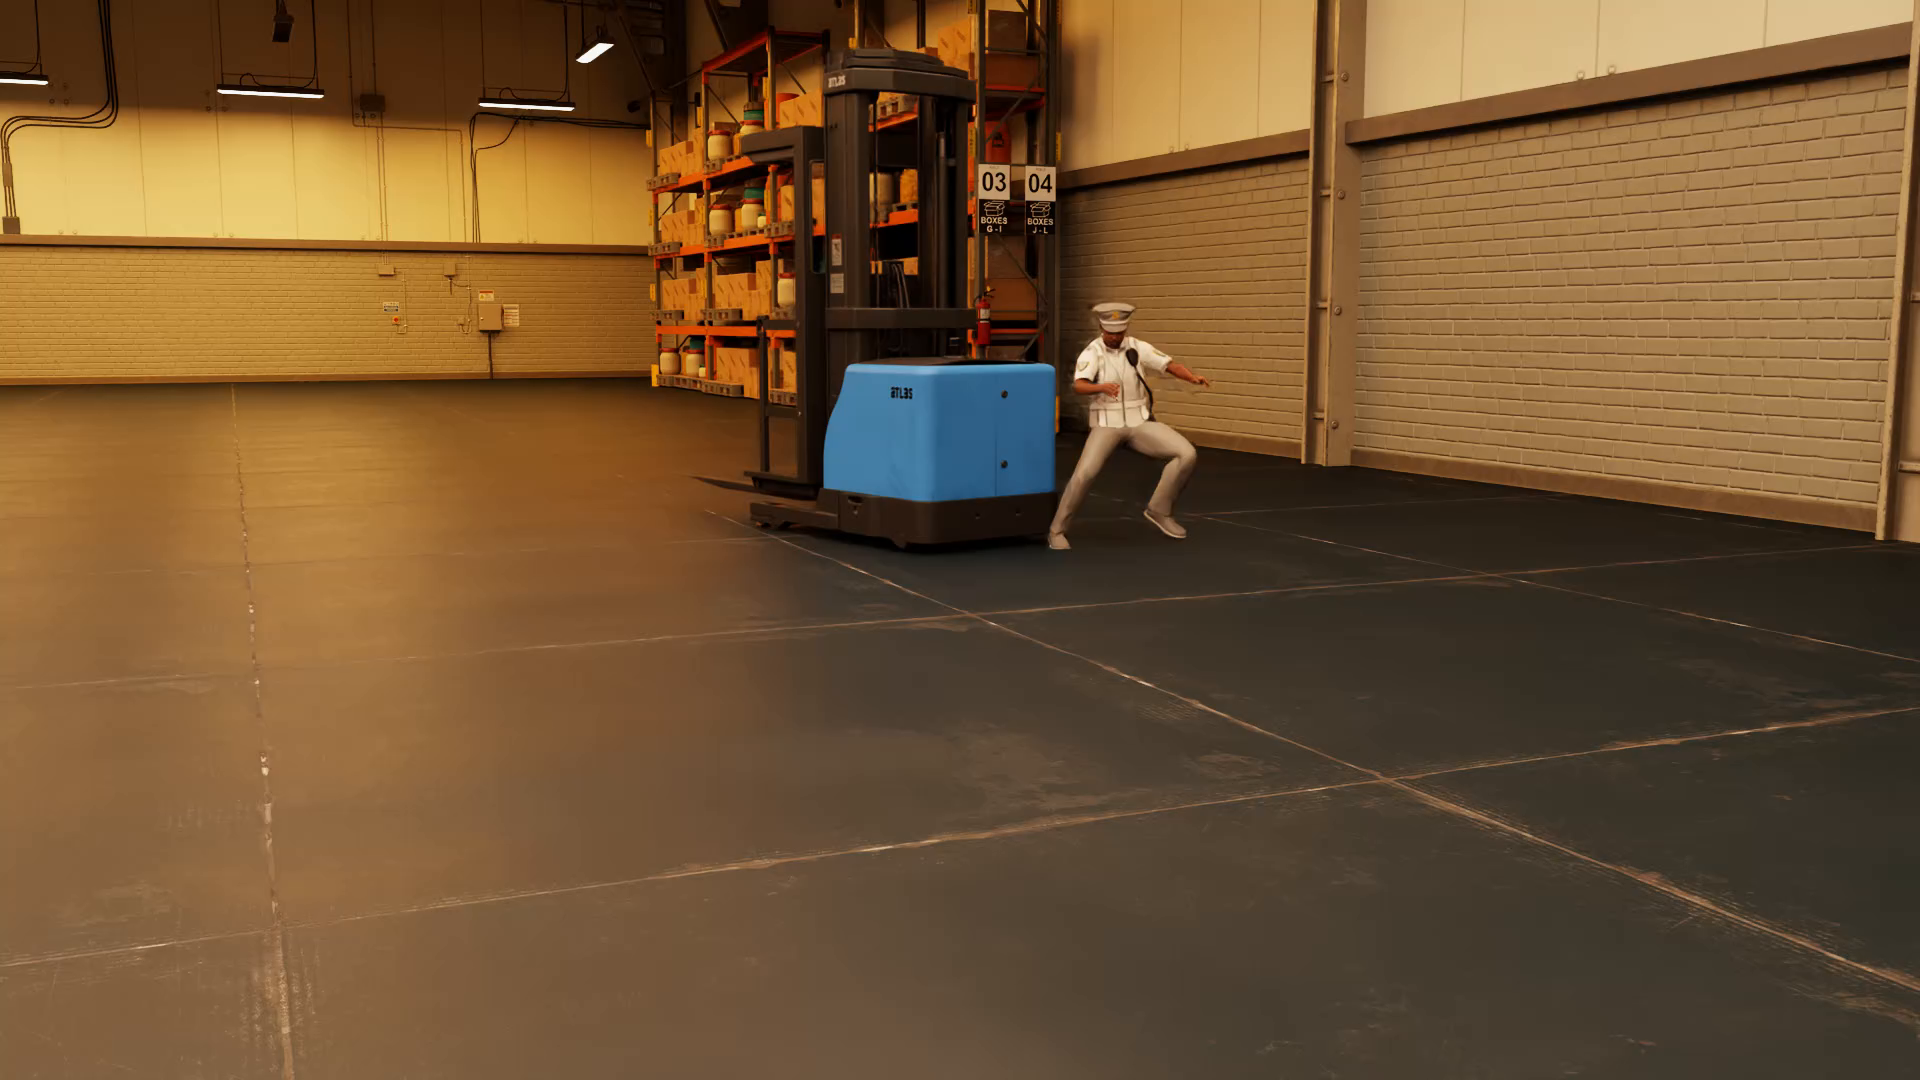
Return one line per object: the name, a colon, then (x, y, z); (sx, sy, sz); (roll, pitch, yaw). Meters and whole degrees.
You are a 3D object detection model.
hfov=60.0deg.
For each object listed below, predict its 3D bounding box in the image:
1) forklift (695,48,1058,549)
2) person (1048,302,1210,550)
forklift: (-0.707, -1.551, 10.705); (1.130, 2.935, 3.031); (-6, 9, -37)
person: (0.977, -0.674, 9.850); (0.916, 1.455, 0.737); (-1, 8, -7)
